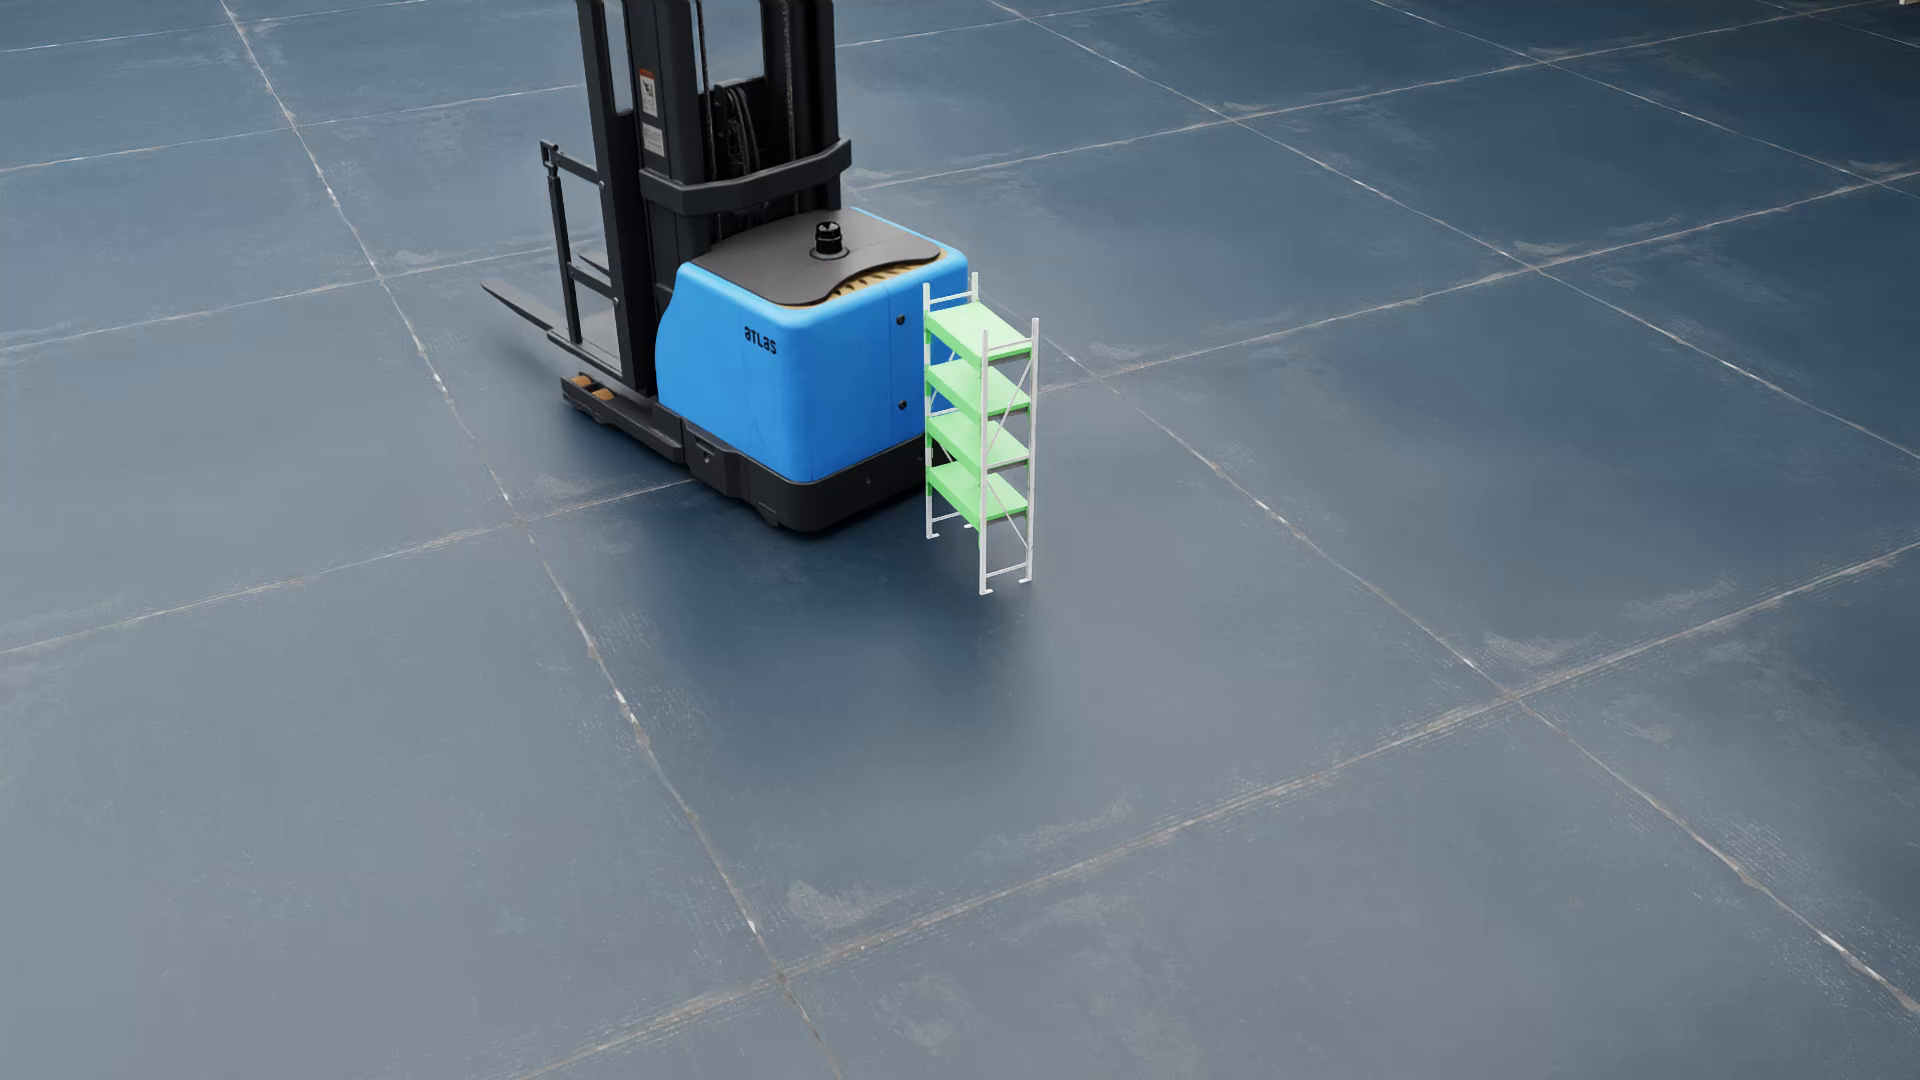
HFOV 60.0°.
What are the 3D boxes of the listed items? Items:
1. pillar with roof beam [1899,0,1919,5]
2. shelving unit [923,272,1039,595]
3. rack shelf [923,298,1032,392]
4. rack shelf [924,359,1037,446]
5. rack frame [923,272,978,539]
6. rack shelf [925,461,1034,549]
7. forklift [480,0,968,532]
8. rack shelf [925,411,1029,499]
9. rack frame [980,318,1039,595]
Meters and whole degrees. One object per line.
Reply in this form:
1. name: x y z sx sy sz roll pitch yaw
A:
1. pillar with roof beam: 4.510 -7.531 10.664 9.100 9.000 0.400 -16 36 -23
2. shelving unit: 0.077 -0.426 6.803 0.258 1.200 0.503 -16 36 -23
3. rack shelf: 0.077 -0.777 6.579 0.258 0.148 0.480 -16 36 -23
4. rack shelf: 0.077 -0.574 6.708 0.258 0.148 0.480 -16 36 -23
5. rack frame: -0.037 -0.543 6.985 0.240 1.200 0.015 -16 36 -23
6. rack shelf: 0.077 -0.170 6.967 0.258 0.148 0.480 -16 36 -23
7. forklift: -1.324 -1.973 7.613 1.130 2.935 3.031 -27 41 -35
8. rack shelf: 0.077 -0.372 6.837 0.258 0.148 0.480 -16 36 -23
9. rack frame: 0.191 -0.310 6.621 0.240 1.200 0.015 -16 36 -23
